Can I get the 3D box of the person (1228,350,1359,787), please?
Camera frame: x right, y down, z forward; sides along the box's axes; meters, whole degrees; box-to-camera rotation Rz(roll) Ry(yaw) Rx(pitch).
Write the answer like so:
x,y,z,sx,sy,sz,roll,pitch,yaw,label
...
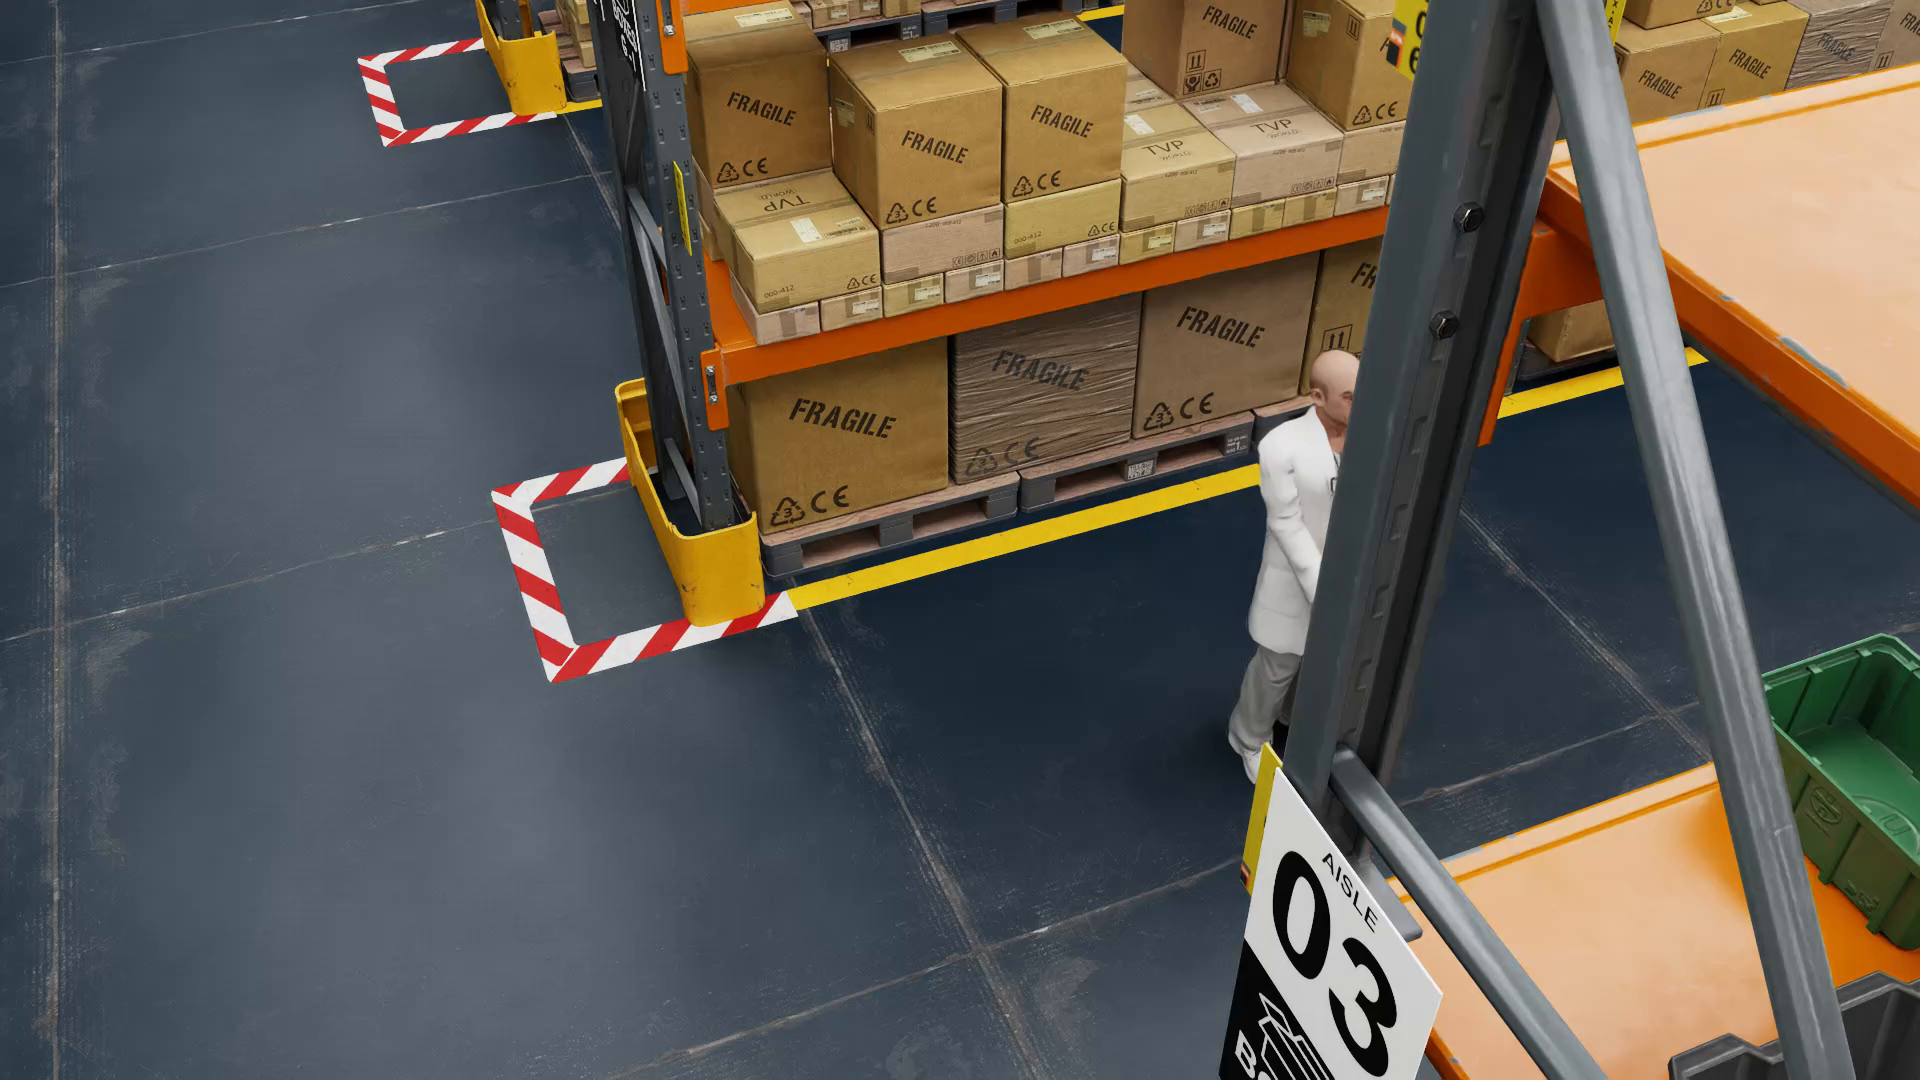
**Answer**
x,y,z,sx,sy,sz,roll,pitch,yaw,label
1.327,0.162,5.982,0.544,1.779,0.550,-20,45,-21,person
